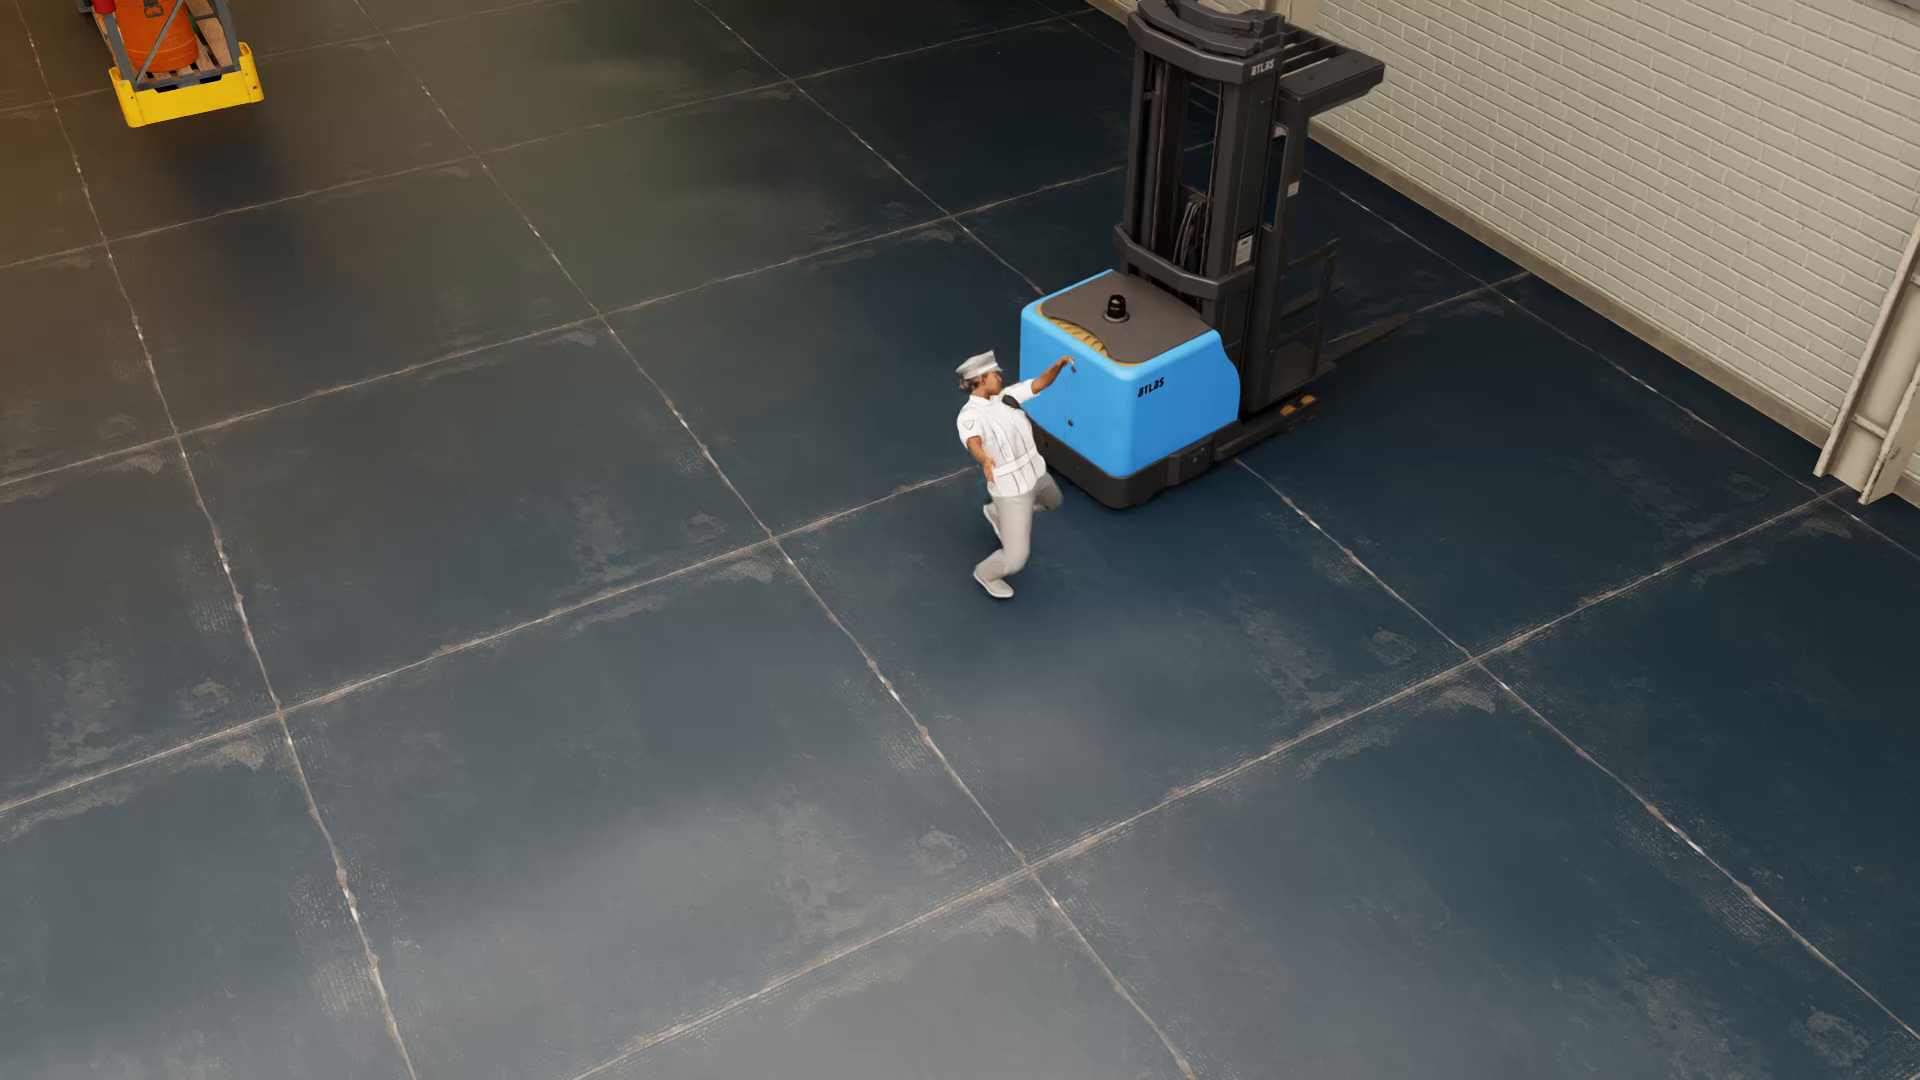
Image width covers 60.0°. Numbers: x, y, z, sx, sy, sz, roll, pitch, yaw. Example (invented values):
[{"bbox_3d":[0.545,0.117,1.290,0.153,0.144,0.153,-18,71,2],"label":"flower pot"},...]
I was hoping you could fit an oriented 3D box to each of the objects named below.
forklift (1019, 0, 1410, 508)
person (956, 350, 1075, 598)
[{"bbox_3d":[1.835,-2.108,10.577,3.031,2.935,1.130,-27,47,-29],"label":"forklift"},{"bbox_3d":[0.191,-0.325,9.504,0.710,1.540,1.002,16,42,18],"label":"person"}]
